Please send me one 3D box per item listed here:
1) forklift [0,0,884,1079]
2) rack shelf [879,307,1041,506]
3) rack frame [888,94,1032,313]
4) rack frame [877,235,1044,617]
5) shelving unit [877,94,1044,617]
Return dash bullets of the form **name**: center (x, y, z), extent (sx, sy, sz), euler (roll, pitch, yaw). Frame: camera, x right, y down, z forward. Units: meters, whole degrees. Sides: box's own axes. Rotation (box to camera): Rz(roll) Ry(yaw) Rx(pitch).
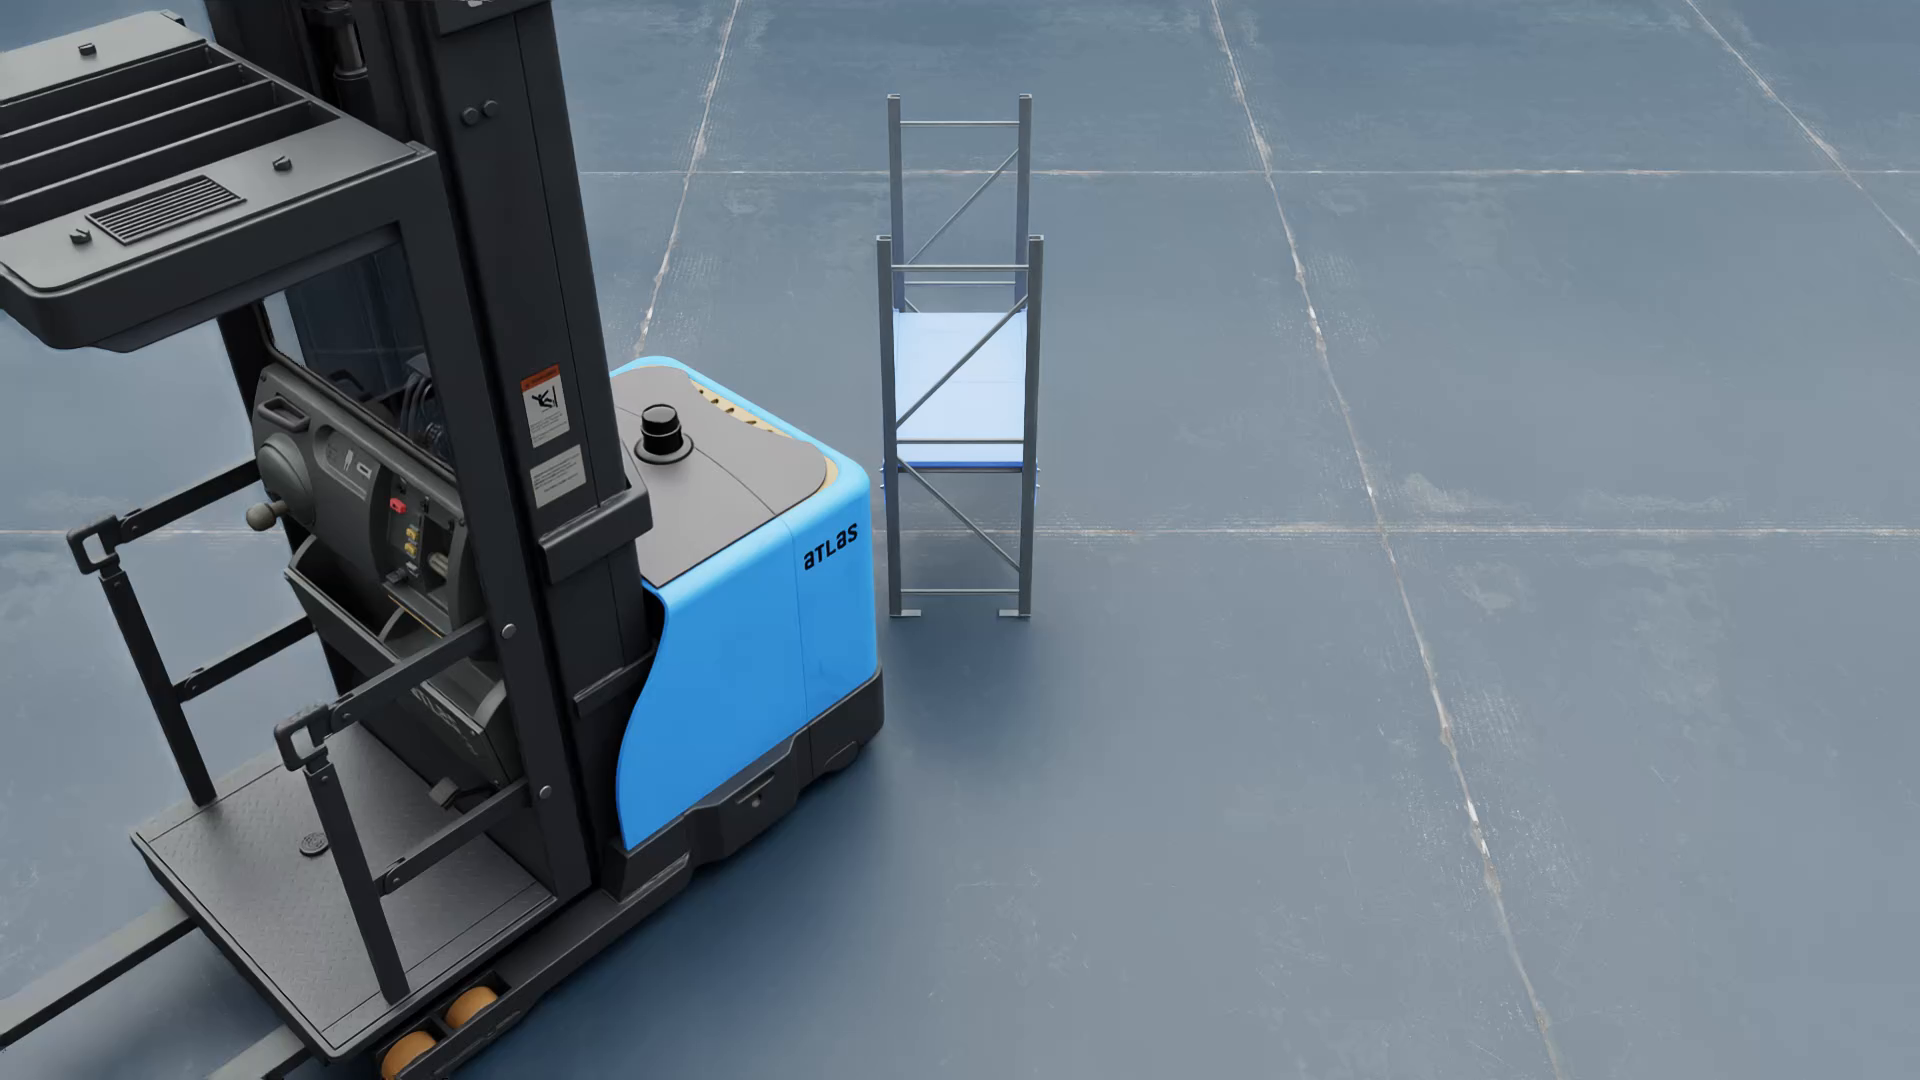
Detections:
- **forklift**: center (-1.615, -0.036, 3.951), extent (1.130, 2.935, 3.031), euler (30, 47, 32)
- **rack shelf**: center (0.000, -0.498, 5.960), extent (0.538, 0.185, 1.000), euler (0, 39, 0)
- **rack frame**: center (-0.001, -0.956, 6.244), extent (0.500, 1.500, 0.032), euler (0, 39, 0)
- **rack frame**: center (0.000, -0.321, 5.451), extent (0.500, 1.500, 0.032), euler (0, 39, 0)
- **shelving unit**: center (0.000, -0.639, 5.848), extent (0.538, 1.500, 1.048), euler (0, 39, 0)
